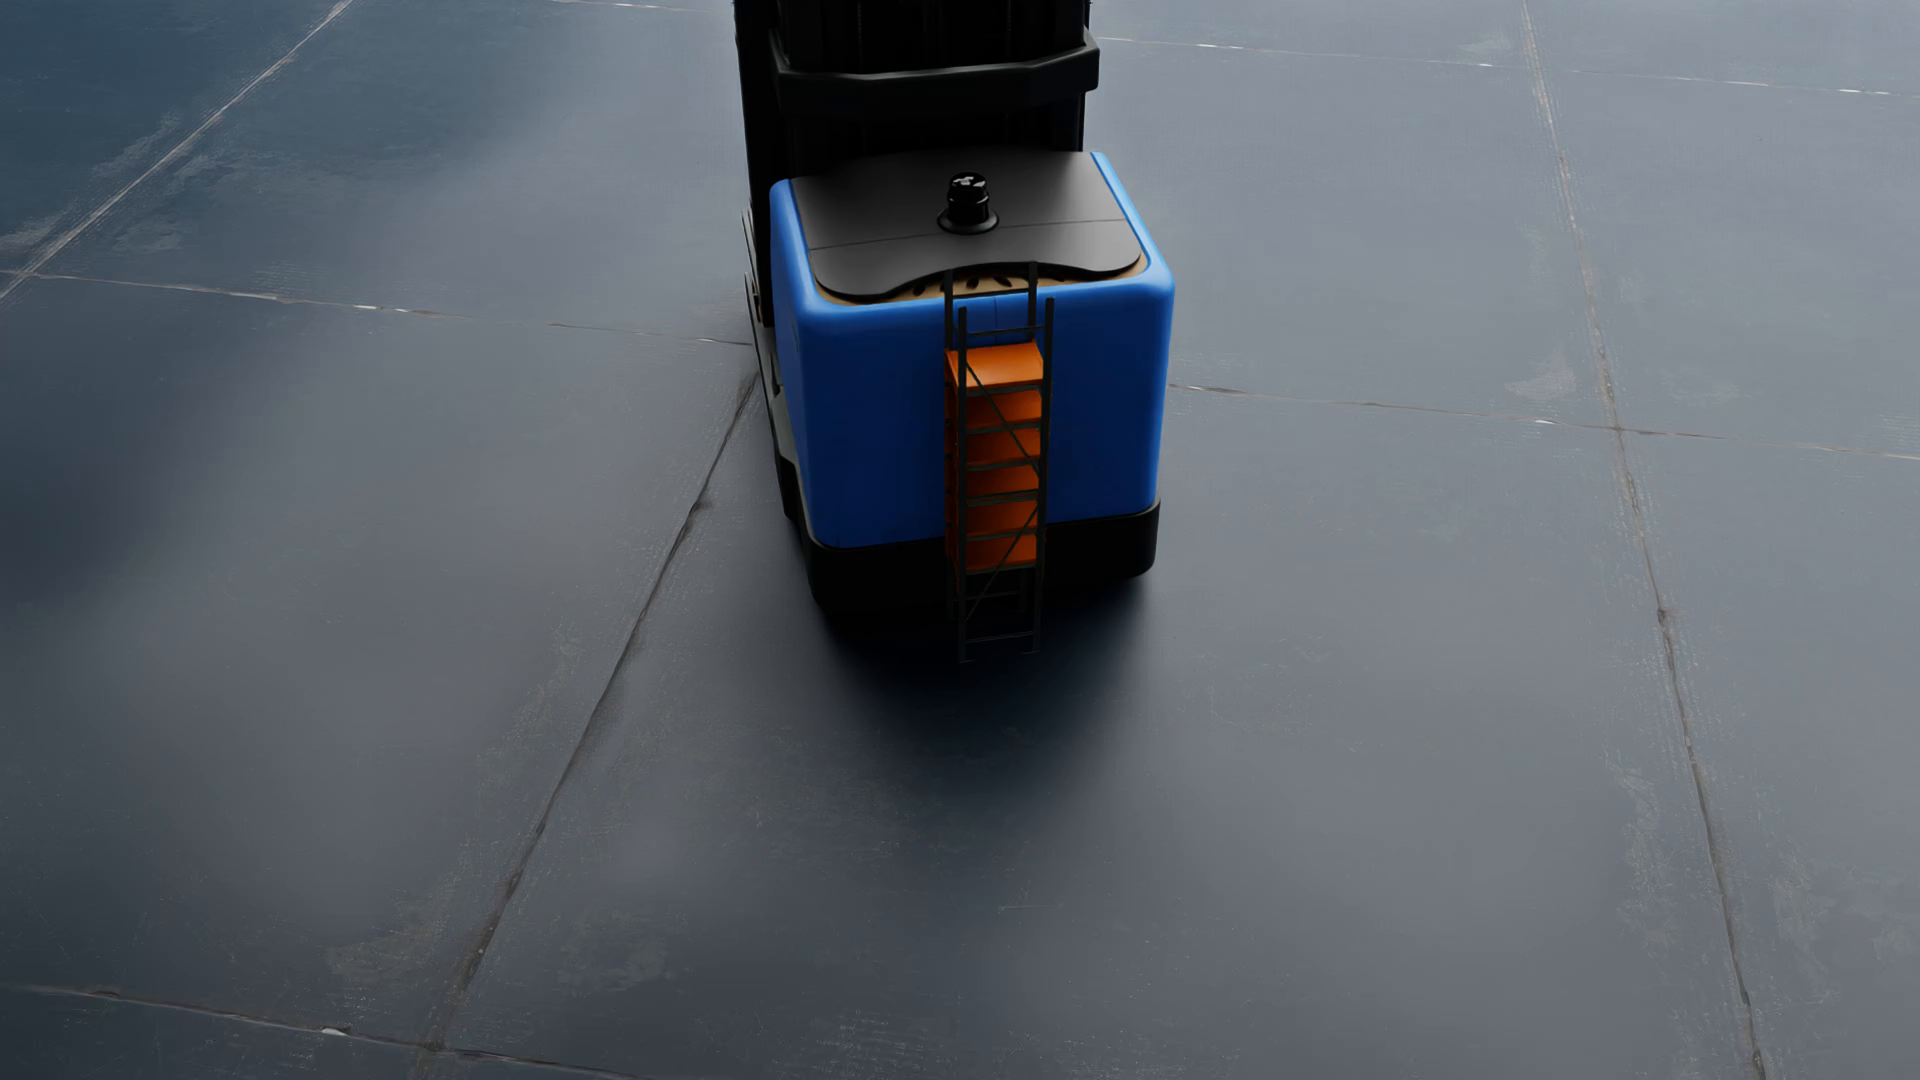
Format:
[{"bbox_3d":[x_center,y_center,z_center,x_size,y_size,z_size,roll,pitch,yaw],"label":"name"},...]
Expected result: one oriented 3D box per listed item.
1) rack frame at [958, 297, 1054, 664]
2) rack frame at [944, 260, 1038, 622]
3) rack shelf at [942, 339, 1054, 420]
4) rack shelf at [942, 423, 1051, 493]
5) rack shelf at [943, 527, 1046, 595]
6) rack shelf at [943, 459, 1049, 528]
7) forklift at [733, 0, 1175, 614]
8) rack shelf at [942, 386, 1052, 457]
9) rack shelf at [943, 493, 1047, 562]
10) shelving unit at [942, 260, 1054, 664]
[{"bbox_3d":[0.114,-0.119,4.452,0.240,1.200,0.006,-7,40,-8],"label":"rack frame"},{"bbox_3d":[0.079,-0.233,4.591,0.240,1.200,0.006,-7,40,-8],"label":"rack frame"},{"bbox_3d":[0.096,-0.419,4.320,0.258,0.103,0.180,-7,40,-8],"label":"rack shelf"},{"bbox_3d":[0.096,-0.234,4.473,0.258,0.103,0.180,-7,40,-8],"label":"rack shelf"},{"bbox_3d":[0.096,0.043,4.703,0.258,0.103,0.180,-7,40,-8],"label":"rack shelf"},{"bbox_3d":[0.096,-0.142,4.550,0.258,0.103,0.180,-7,40,-8],"label":"rack shelf"},{"bbox_3d":[-0.190,-1.856,5.195,1.130,2.935,3.031,-7,40,-8],"label":"forklift"},{"bbox_3d":[0.096,-0.327,4.397,0.258,0.103,0.180,-7,40,-8],"label":"rack shelf"},{"bbox_3d":[0.096,-0.049,4.626,0.258,0.103,0.180,-7,40,-8],"label":"rack shelf"},{"bbox_3d":[0.096,-0.176,4.521,0.258,1.200,0.189,-7,40,-8],"label":"shelving unit"}]
